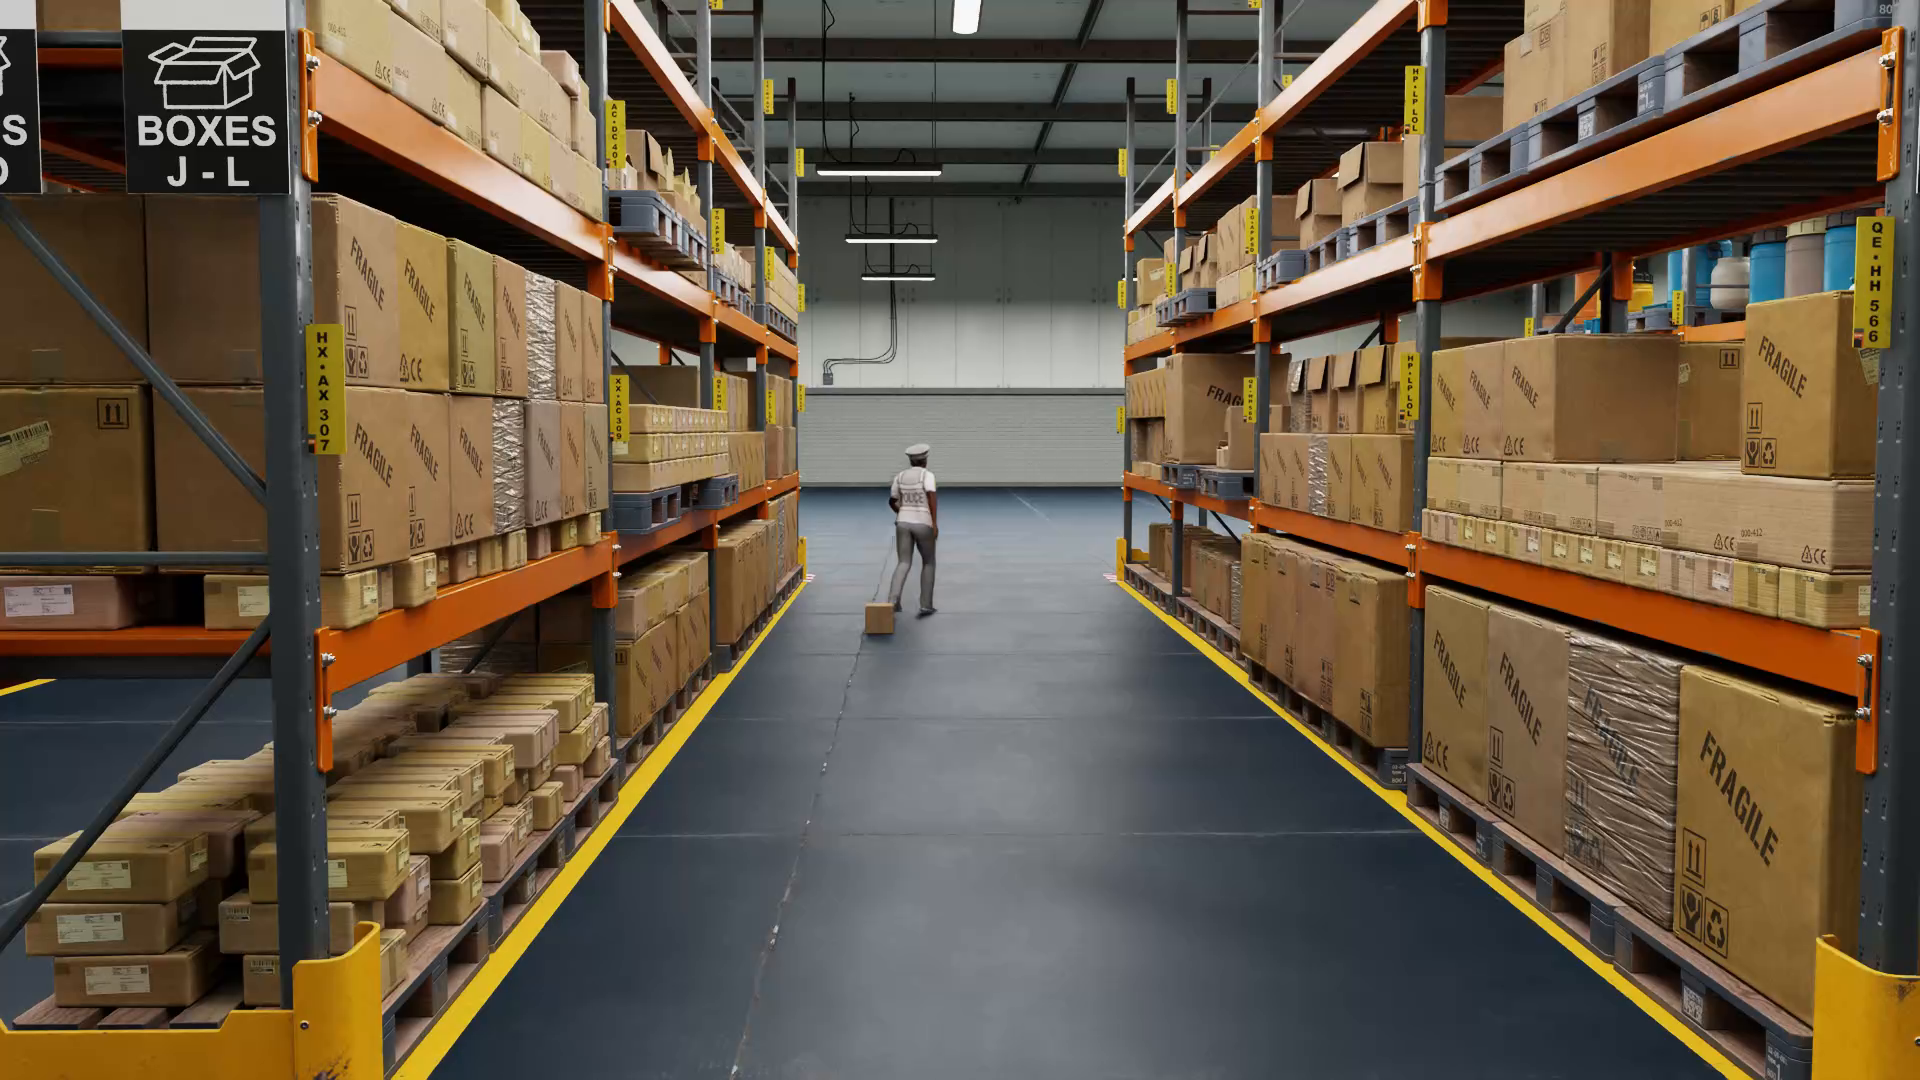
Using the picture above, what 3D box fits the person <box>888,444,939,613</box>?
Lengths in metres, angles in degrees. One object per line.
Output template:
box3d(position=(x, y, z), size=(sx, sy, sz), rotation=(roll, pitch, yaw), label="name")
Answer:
box3d(position=(-0.457, -0.096, 16.284), size=(0.597, 1.692, 0.785), rotation=(2, 4, 21), label="person")
